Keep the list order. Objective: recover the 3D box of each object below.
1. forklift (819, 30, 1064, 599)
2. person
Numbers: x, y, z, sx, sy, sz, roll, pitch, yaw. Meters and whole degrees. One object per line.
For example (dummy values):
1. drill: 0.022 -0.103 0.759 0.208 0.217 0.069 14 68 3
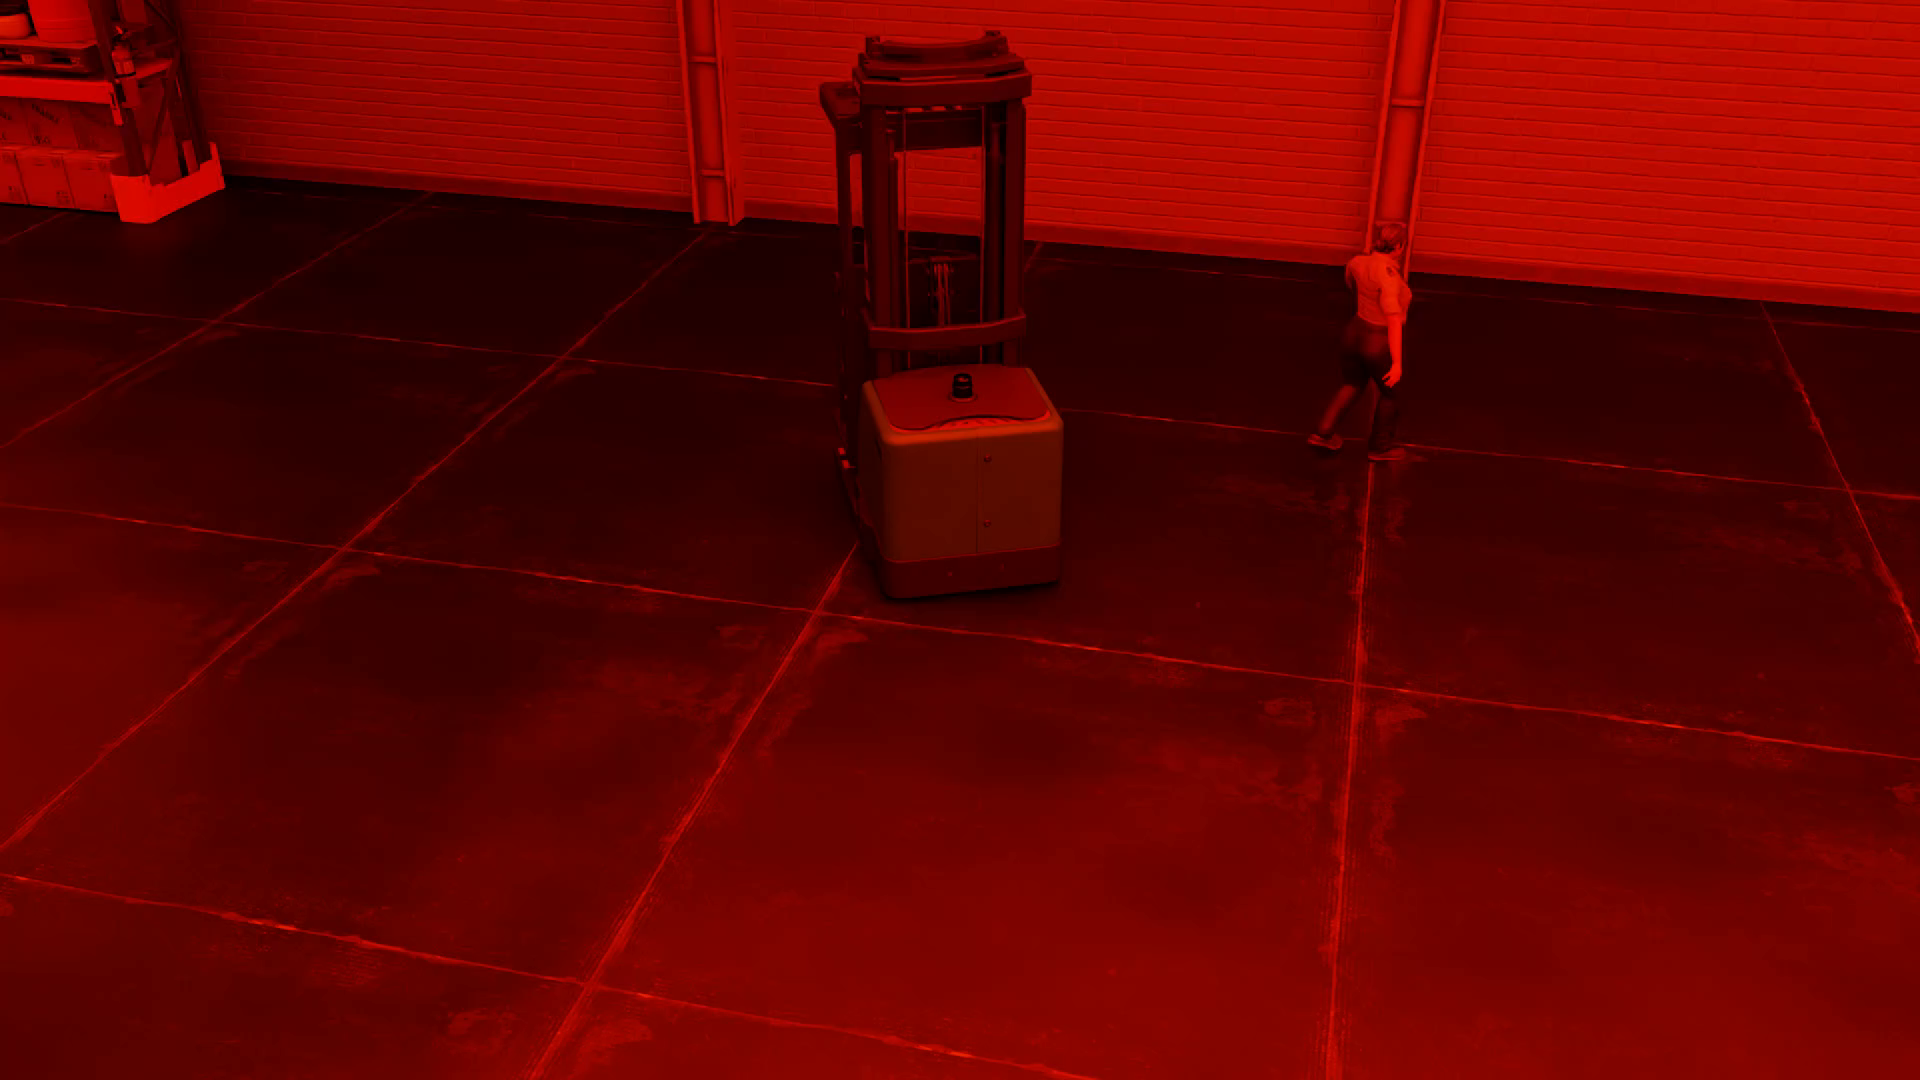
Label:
1. forklift: -0.216 -1.654 10.090 1.130 2.935 3.031 -6 30 -10
2. person: 2.676 -1.252 10.716 0.689 1.632 0.829 -14 33 -24
